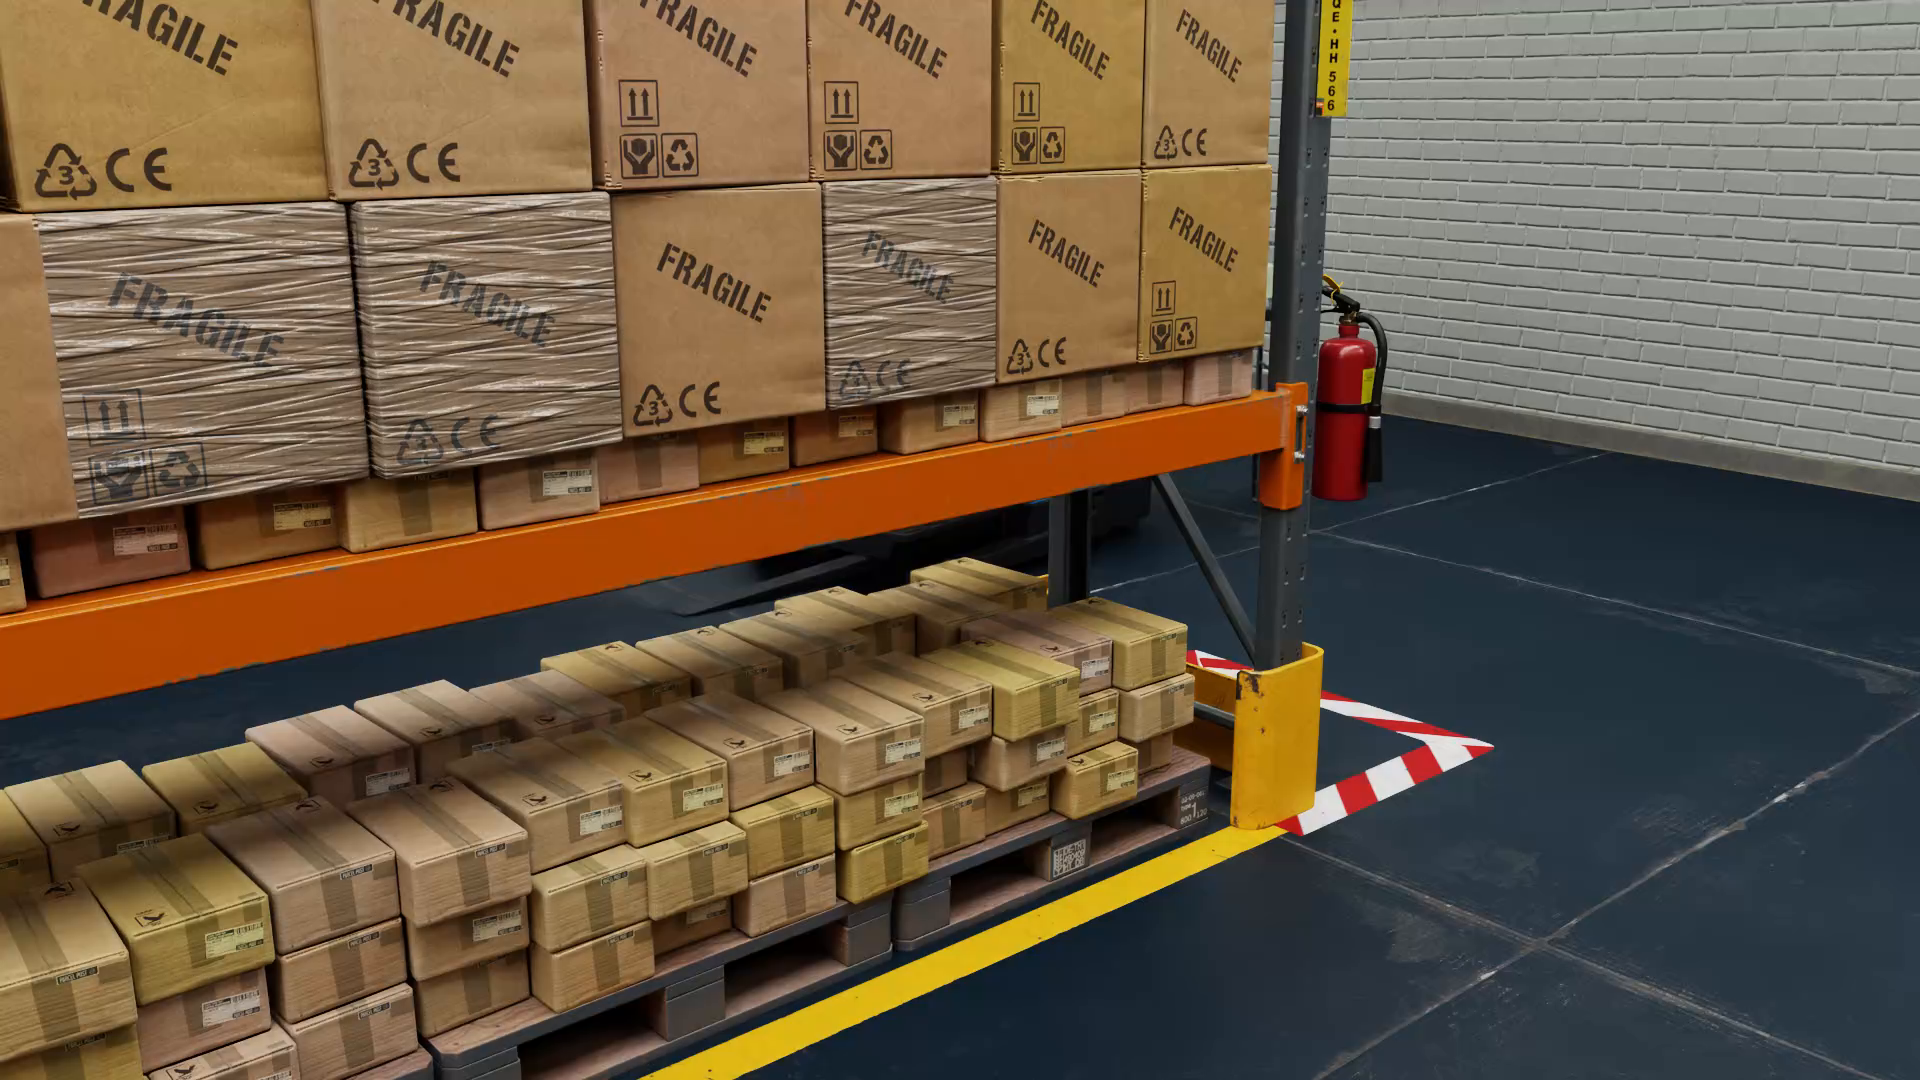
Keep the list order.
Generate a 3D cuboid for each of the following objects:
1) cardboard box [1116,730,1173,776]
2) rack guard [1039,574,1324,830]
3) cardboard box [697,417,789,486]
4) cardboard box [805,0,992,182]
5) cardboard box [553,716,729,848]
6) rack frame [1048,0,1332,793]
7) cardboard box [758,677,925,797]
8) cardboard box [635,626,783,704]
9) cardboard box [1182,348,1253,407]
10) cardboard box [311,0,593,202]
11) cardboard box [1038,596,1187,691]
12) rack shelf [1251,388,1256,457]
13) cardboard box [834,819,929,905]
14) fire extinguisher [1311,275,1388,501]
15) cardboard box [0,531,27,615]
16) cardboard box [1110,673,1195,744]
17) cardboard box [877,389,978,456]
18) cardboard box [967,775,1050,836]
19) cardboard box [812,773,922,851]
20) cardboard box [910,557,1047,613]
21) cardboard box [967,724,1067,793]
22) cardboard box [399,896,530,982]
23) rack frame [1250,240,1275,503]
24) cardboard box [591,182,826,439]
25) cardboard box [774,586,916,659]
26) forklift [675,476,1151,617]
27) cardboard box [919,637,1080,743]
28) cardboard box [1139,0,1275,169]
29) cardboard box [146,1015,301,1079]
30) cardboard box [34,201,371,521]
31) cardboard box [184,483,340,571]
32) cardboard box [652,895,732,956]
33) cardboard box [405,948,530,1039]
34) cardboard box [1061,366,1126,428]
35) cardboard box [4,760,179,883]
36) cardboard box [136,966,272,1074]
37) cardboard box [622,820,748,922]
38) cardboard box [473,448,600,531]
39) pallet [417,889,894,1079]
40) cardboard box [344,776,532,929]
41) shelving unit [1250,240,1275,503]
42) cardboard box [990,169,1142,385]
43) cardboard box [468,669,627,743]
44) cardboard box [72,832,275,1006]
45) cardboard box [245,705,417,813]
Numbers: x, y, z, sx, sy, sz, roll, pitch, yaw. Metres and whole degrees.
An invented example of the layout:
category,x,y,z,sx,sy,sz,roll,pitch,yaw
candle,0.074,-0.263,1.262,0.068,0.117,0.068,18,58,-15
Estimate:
category,x,y,z,sx,sy,sz,roll,pitch,yaw
cardboard box,0.415,0.577,4.986,0.250,0.149,0.380,-12,19,-38
rack guard,0.618,0.494,5.433,0.348,0.500,1.175,-13,19,-39
cardboard box,-0.604,-0.246,3.845,0.250,0.149,0.380,-12,19,-38
cardboard box,-0.275,-1.100,3.849,0.500,0.500,0.500,-11,19,-37
cardboard box,-0.750,0.560,3.899,0.250,0.149,0.380,-13,19,-39
rack frame,0.676,-0.727,5.159,0.127,3.000,1.000,-13,19,-39
cardboard box,-0.300,0.487,4.172,0.250,0.149,0.380,-12,19,-37
cardboard box,-0.694,0.374,4.595,0.250,0.149,0.380,-12,19,-37
cardboard box,0.615,-0.495,4.778,0.250,0.149,0.380,-13,19,-39
cardboard box,-1.060,-0.923,3.187,0.500,0.500,0.500,-12,19,-38
cardboard box,0.443,0.299,4.875,0.250,0.149,0.380,-12,19,-39
rack shelf,1.249,-0.577,8.768,0.720,0.370,0.431,-1,15,-4
cardboard box,-0.297,0.768,4.271,0.250,0.149,0.380,-14,20,-42
fire extinguisher,1.169,-0.462,5.040,0.183,0.674,0.296,-13,19,-39
cardboard box,-1.767,0.030,2.813,0.250,0.149,0.380,-12,19,-38
cardboard box,0.465,0.449,4.891,0.250,0.149,0.380,-13,20,-41
cardboard box,-0.172,-0.328,4.153,0.250,0.149,0.380,-14,20,-42
cardboard box,0.032,0.669,4.645,0.250,0.149,0.380,-13,20,-40
cardboard box,-0.308,0.628,4.222,0.250,0.149,0.380,-12,19,-39
cardboard box,0.057,0.183,5.311,0.250,0.149,0.380,-14,20,-42
cardboard box,0.074,0.537,4.560,0.250,0.149,0.380,-14,20,-42
cardboard box,-1.138,0.787,3.627,0.250,0.149,0.380,-12,19,-37
rack frame,1.614,-0.899,8.710,0.023,1.500,0.400,-1,15,-4
cardboard box,-0.645,-0.536,3.674,0.500,0.500,0.500,-11,19,-37
cardboard box,-0.346,0.271,4.982,0.250,0.149,0.380,-13,20,-40
forklift,-0.350,-1.271,7.329,1.130,2.935,3.031,12,19,37
cardboard box,0.103,0.399,4.501,0.250,0.149,0.380,-13,20,-41
cardboard box,0.494,-1.276,4.507,0.500,0.500,0.500,-13,20,-40
cardboard box,-1.502,1.029,3.297,0.250,0.149,0.380,-13,20,-40
cardboard box,-1.434,-0.361,3.020,0.500,0.500,0.500,-13,20,-39
cardboard box,-1.392,-0.071,3.189,0.250,0.149,0.380,-14,20,-42
cardboard box,-0.756,0.839,4.007,0.250,0.149,0.380,-12,19,-38
cardboard box,-1.163,0.924,3.690,0.250,0.149,0.380,-14,20,-42
cardboard box,0.224,-0.415,4.478,0.250,0.149,0.380,-13,20,-40
cardboard box,-1.895,0.632,3.628,0.250,0.149,0.380,-13,20,-40
cardboard box,-1.566,0.874,3.300,0.250,0.149,0.380,-13,20,-40
cardboard box,-0.703,0.719,3.878,0.250,0.149,0.380,-12,19,-39
cardboard box,-0.952,-0.145,3.466,0.250,0.149,0.380,-12,19,-37
pallet,-0.938,0.970,4.211,1.213,0.211,1.003,-13,19,-39
cardboard box,-1.113,0.656,3.538,0.250,0.149,0.380,-12,19,-38
shelving unit,1.249,-0.892,8.684,0.755,1.500,0.431,-1,15,-4
cardboard box,0.114,-0.706,4.312,0.500,0.500,0.500,-13,20,-40
cardboard box,-1.049,0.471,4.233,0.250,0.149,0.380,-13,19,-39
cardboard box,-1.541,0.732,3.254,0.250,0.149,0.380,-13,20,-40
cardboard box,-1.504,0.540,3.975,0.250,0.149,0.380,-14,20,-42
